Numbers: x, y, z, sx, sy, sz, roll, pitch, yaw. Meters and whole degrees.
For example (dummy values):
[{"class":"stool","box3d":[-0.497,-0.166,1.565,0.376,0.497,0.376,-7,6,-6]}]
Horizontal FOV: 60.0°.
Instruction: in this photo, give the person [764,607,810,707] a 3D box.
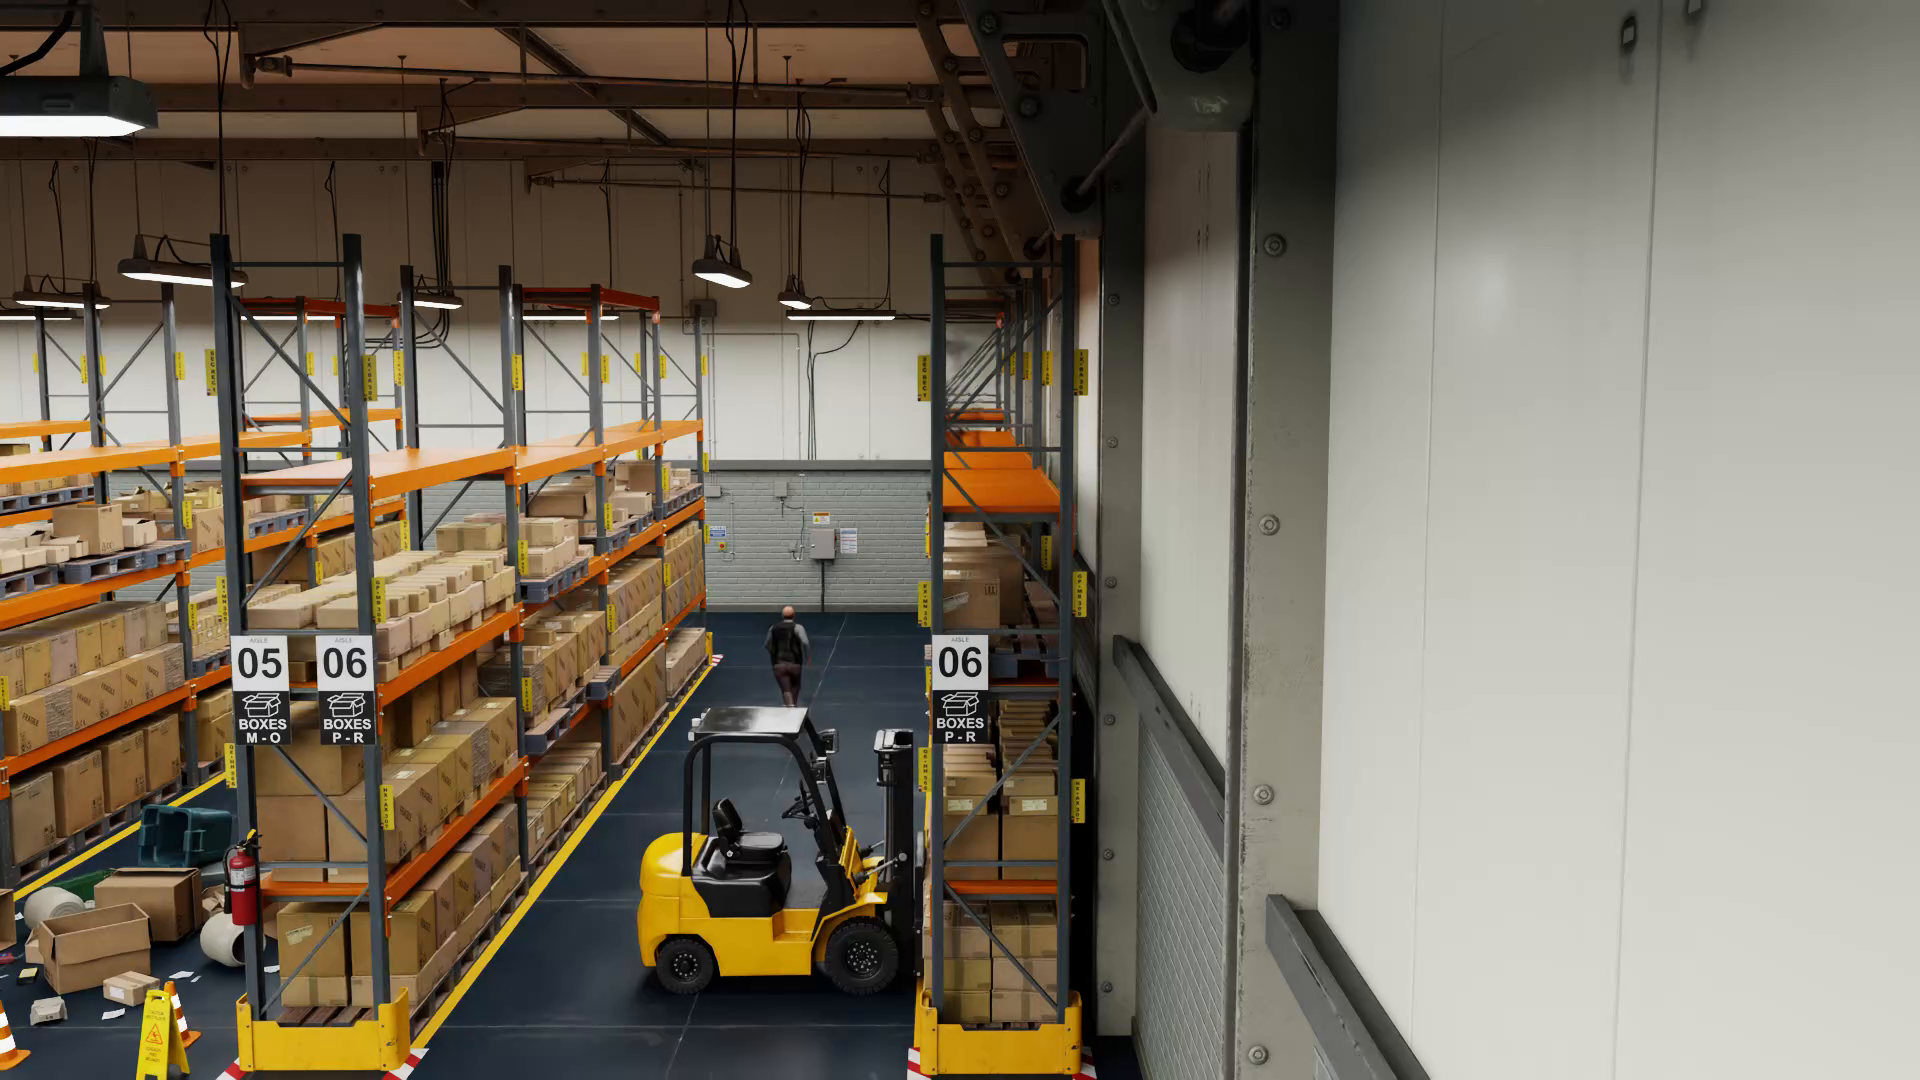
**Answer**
[{"class":"person","box3d":[-2.418,1.810,23.197,0.652,1.686,0.822,0,6,-1]}]
